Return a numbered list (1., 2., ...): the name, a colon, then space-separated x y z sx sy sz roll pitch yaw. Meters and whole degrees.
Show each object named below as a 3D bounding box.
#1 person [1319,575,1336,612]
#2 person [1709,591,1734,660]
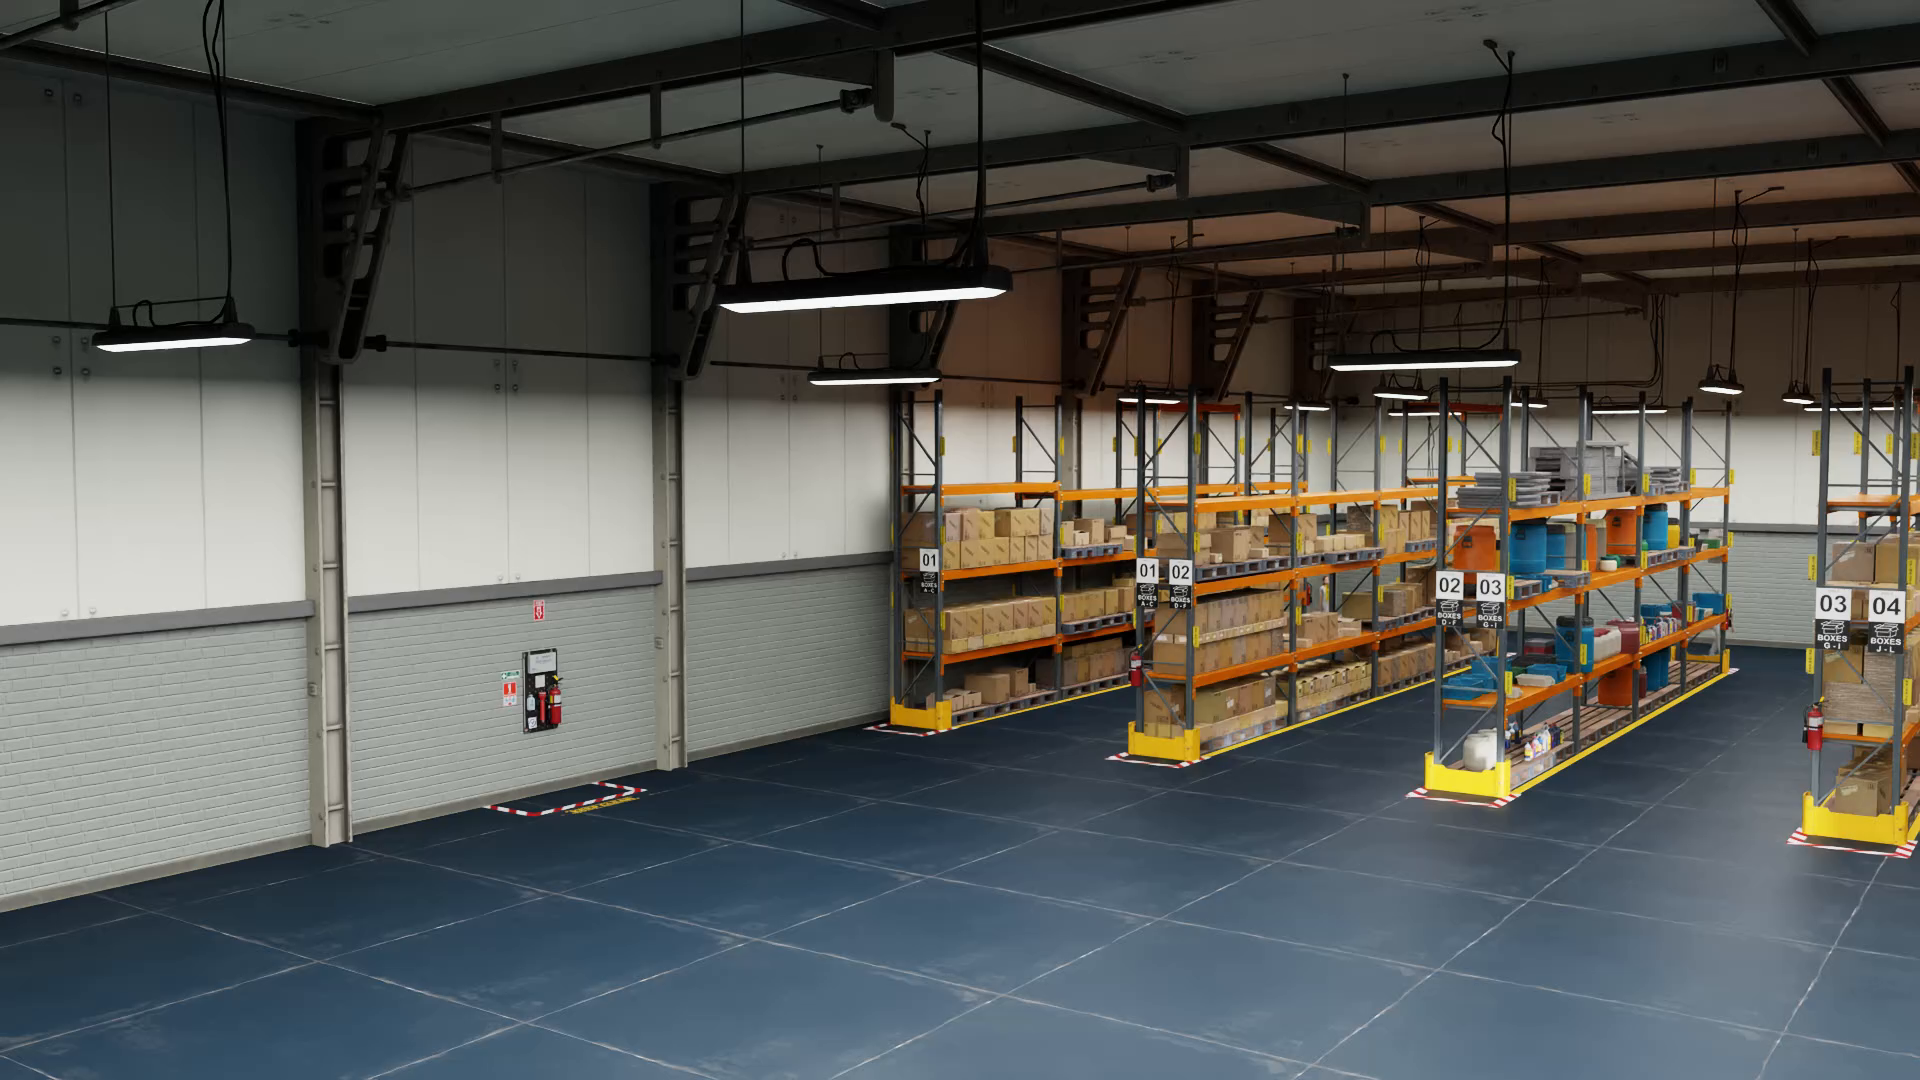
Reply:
1. person: 9.535 1.733 43.283 0.435 1.644 0.769 -2 4 -29
2. person: 17.821 1.983 38.855 0.425 1.613 1.058 0 3 -8
